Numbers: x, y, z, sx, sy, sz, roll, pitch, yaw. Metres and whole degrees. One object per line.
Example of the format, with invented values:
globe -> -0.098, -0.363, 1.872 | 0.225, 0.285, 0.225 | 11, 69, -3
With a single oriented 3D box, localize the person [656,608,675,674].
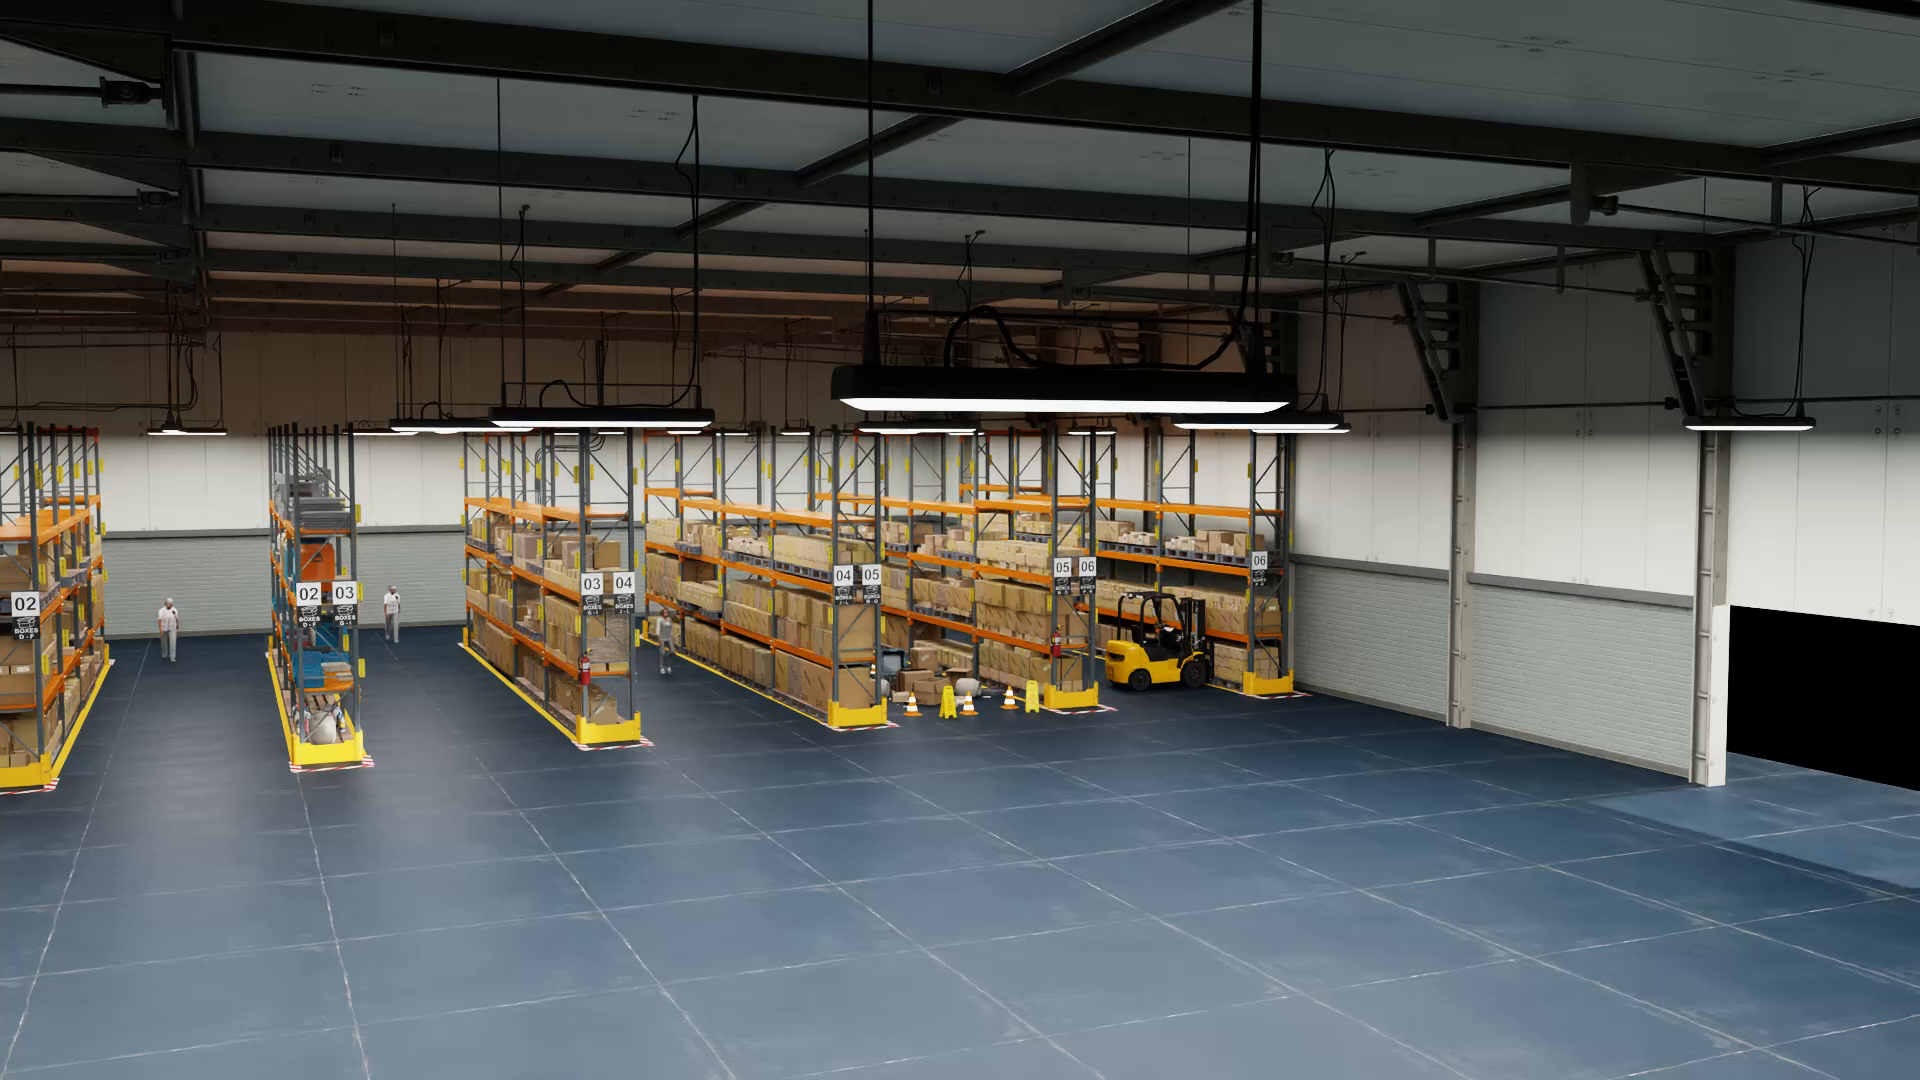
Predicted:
person -> -7.166, 2.460, 40.360 | 0.440, 1.601, 0.460 | -2, 4, -27

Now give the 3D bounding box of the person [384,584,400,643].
person -> -15.939, 2.041, 46.652 | 0.436, 1.620, 1.045 | -2, 4, -24

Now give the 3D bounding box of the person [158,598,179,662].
person -> -20.327, 2.293, 42.698 | 0.479, 1.603, 1.043 | -2, 4, -24
